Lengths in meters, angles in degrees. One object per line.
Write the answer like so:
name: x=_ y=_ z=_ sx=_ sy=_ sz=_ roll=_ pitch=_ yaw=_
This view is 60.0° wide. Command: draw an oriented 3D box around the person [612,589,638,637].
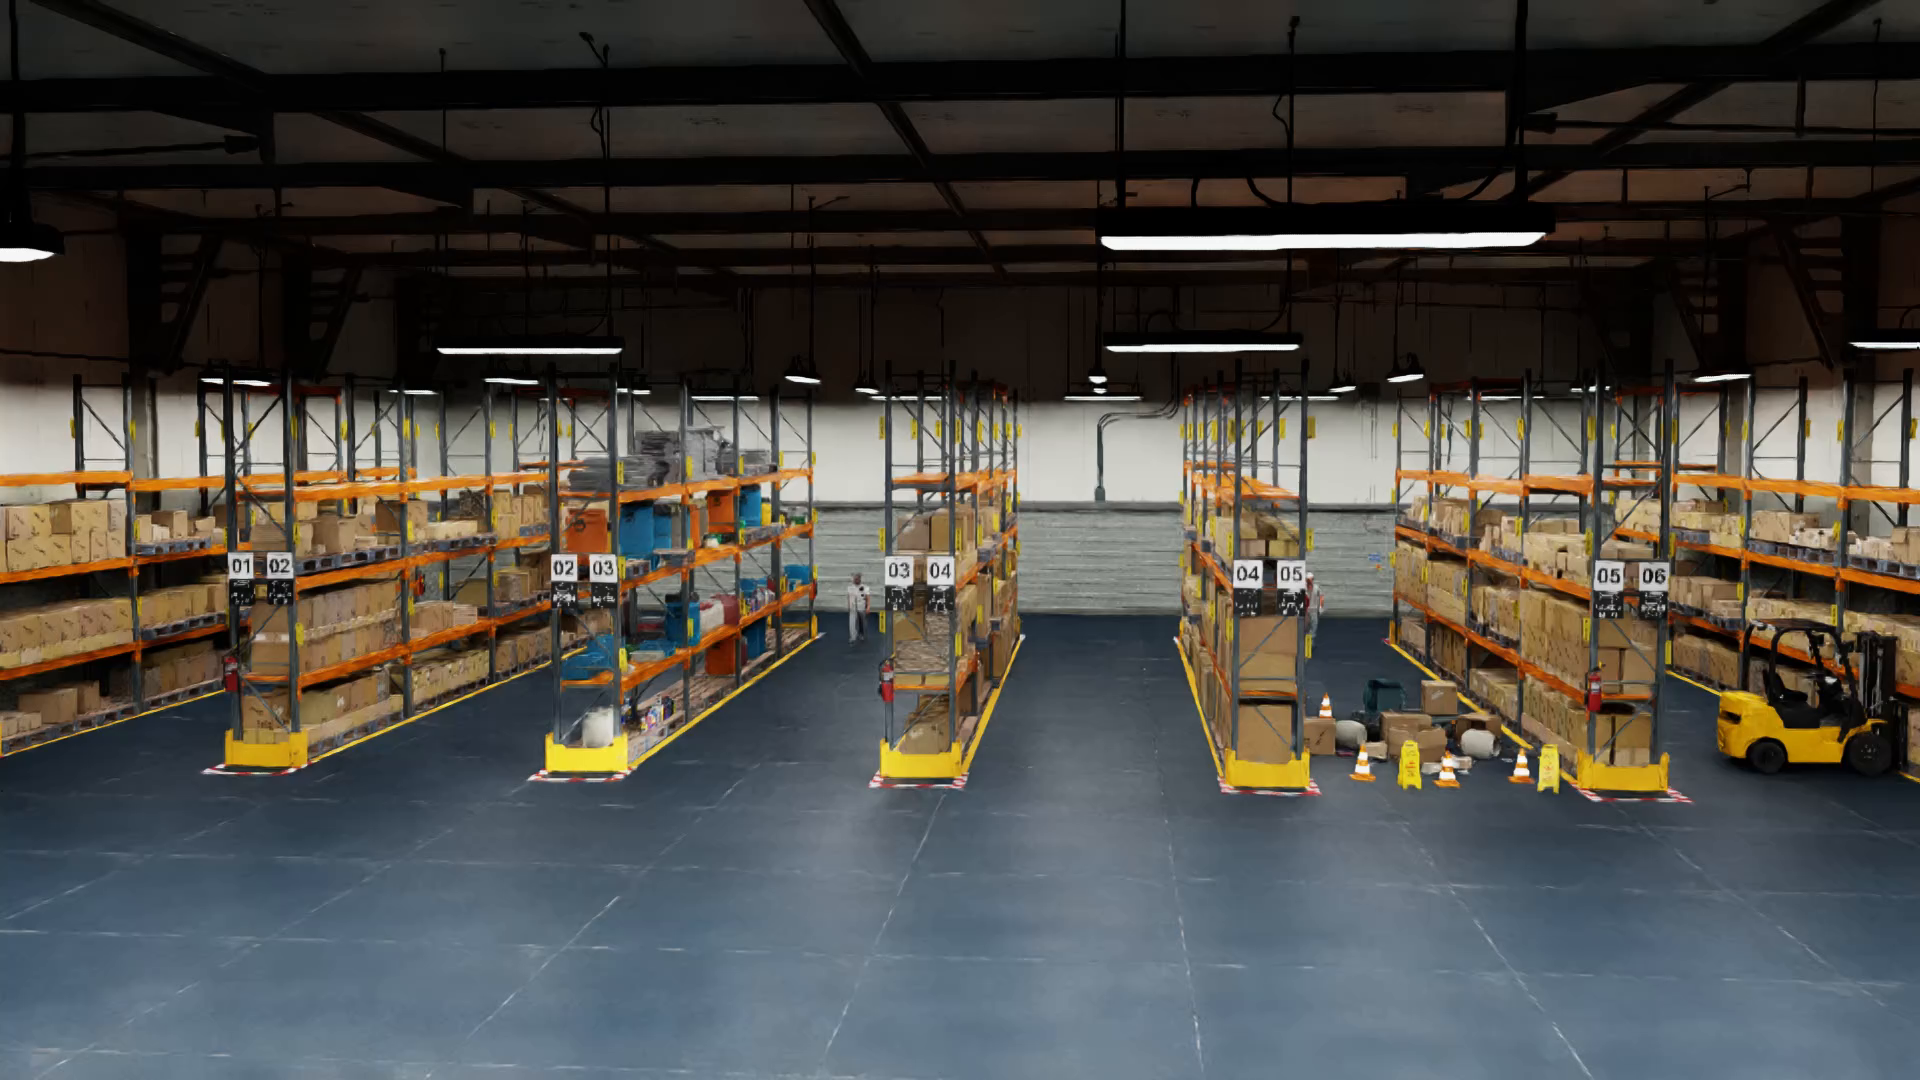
person: x=-7.222 y=1.829 z=35.810 sx=0.603 sy=1.632 sz=1.111 roll=0 pitch=4 yaw=4

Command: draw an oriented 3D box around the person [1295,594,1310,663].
person: x=7.299 y=1.763 z=35.938 sx=0.586 sy=1.723 sz=0.653 roll=3 pitch=5 yaw=35

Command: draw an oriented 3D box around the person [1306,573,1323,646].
person: x=8.062 y=1.612 z=38.459 sx=0.677 sy=1.742 sz=0.551 roll=0 pitch=4 yaw=4

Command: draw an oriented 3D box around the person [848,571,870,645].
person: x=-2.374 y=1.578 z=38.993 sx=0.557 sy=1.712 sz=1.040 roll=0 pitch=4 yaw=4
